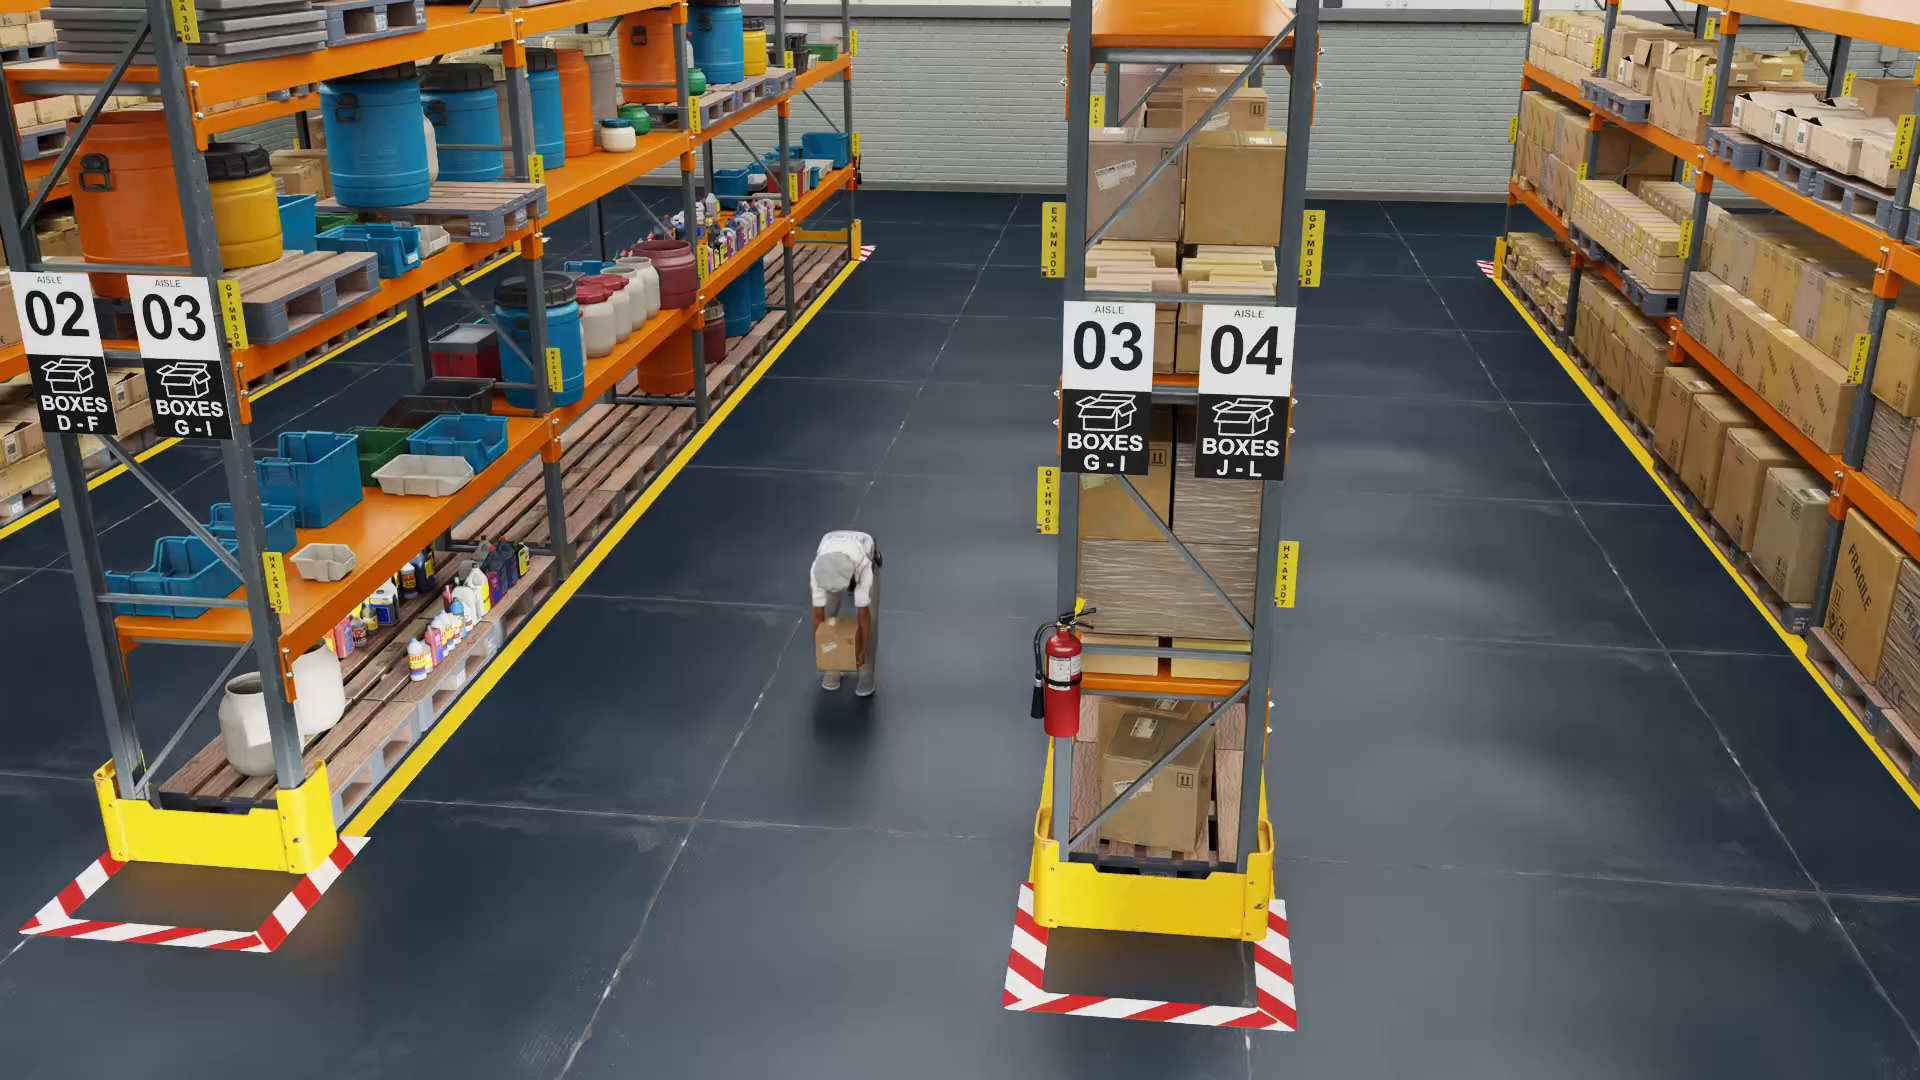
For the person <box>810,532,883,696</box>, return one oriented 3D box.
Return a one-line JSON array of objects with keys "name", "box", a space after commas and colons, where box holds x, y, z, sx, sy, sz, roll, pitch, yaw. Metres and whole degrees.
[{"name": "person", "box": [-0.737, 0.494, 10.541, 0.420, 1.142, 0.938, 2, 21, 5]}]
